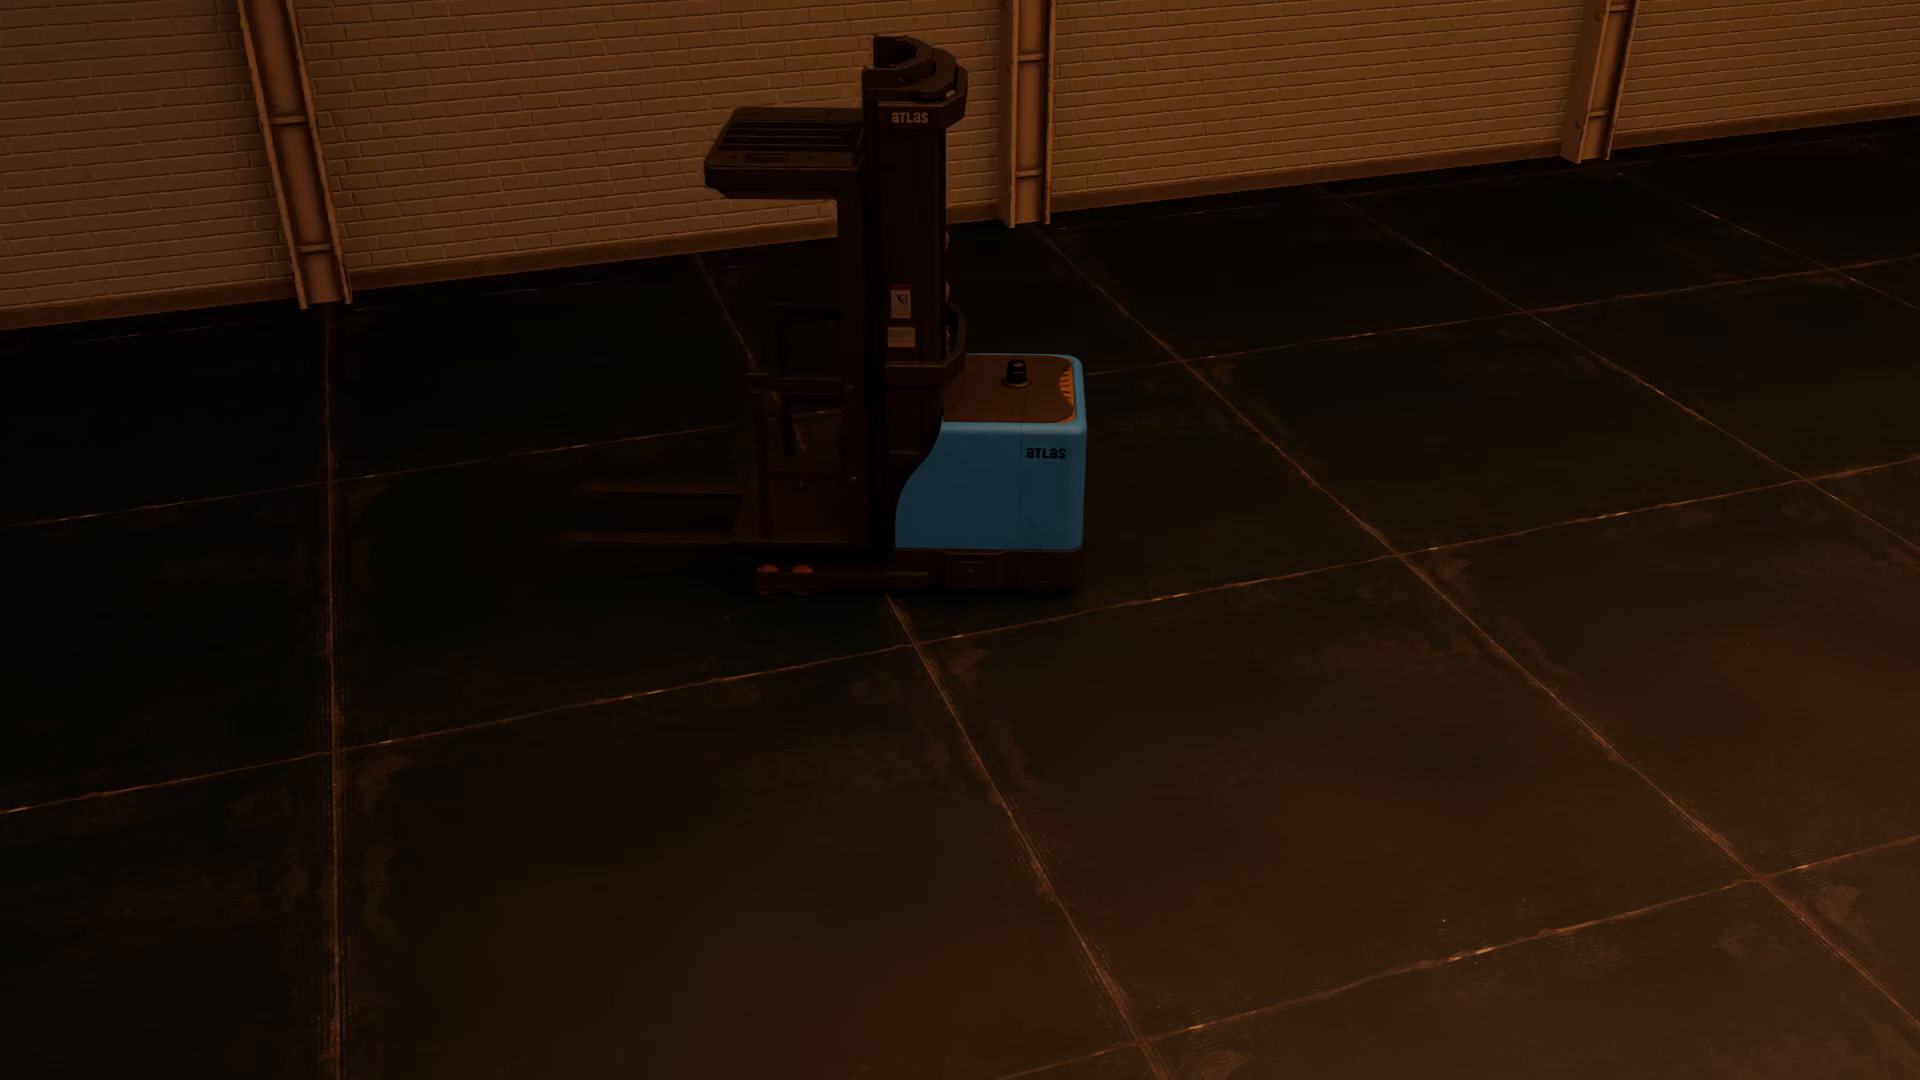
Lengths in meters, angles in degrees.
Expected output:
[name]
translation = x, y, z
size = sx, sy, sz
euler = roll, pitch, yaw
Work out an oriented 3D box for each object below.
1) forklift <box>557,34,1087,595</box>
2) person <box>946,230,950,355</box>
[forklift]
translation = -0.799, -1.219, 9.206
size = 3.031, 2.935, 1.130
euler = 1, 30, 2
[person]
translation = -0.247, -1.255, 10.697
size = 0.366, 1.568, 0.707
euler = 2, 30, 4
